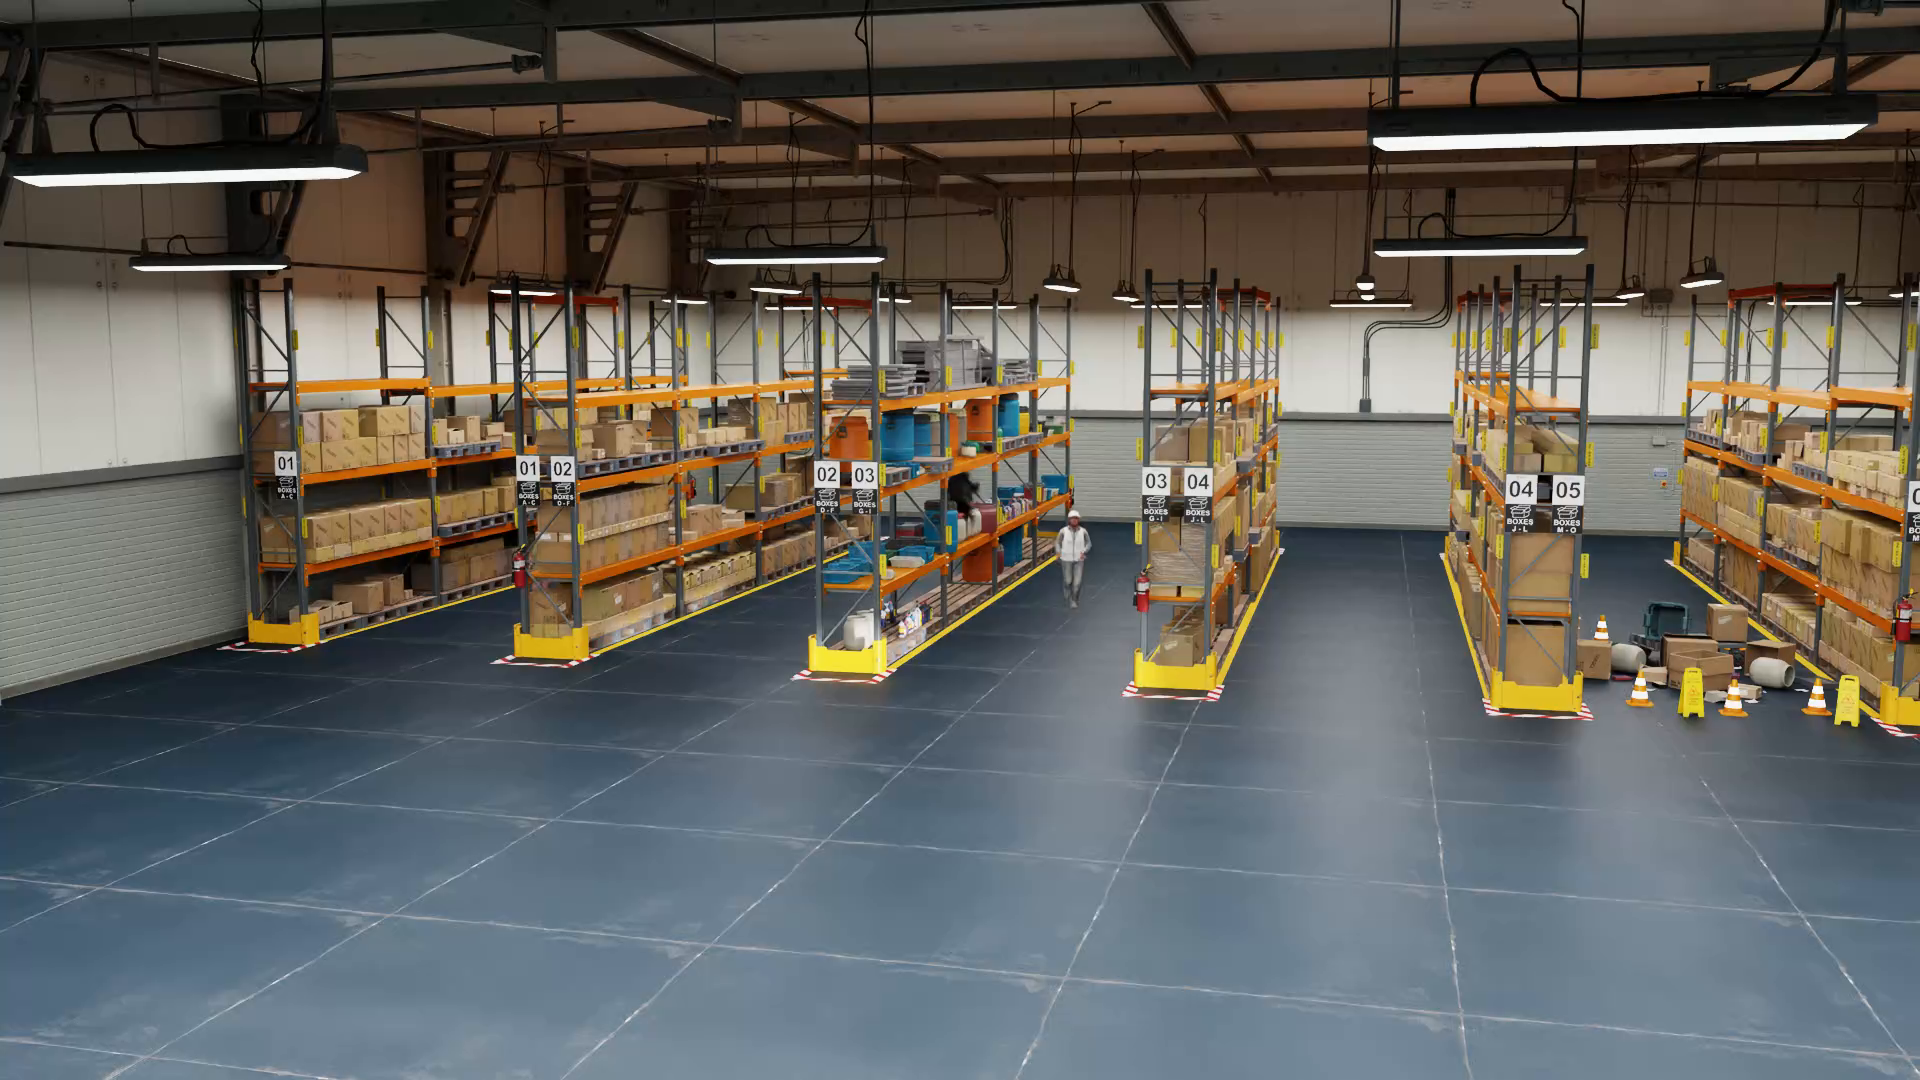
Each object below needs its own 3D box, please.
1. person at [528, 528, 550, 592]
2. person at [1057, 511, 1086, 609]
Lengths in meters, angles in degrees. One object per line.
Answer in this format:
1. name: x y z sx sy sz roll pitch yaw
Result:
1. person: -7.625 0.574 30.209 0.564 1.623 0.621 0 7 3
2. person: 1.961 0.355 29.210 0.531 1.735 0.529 0 7 1
